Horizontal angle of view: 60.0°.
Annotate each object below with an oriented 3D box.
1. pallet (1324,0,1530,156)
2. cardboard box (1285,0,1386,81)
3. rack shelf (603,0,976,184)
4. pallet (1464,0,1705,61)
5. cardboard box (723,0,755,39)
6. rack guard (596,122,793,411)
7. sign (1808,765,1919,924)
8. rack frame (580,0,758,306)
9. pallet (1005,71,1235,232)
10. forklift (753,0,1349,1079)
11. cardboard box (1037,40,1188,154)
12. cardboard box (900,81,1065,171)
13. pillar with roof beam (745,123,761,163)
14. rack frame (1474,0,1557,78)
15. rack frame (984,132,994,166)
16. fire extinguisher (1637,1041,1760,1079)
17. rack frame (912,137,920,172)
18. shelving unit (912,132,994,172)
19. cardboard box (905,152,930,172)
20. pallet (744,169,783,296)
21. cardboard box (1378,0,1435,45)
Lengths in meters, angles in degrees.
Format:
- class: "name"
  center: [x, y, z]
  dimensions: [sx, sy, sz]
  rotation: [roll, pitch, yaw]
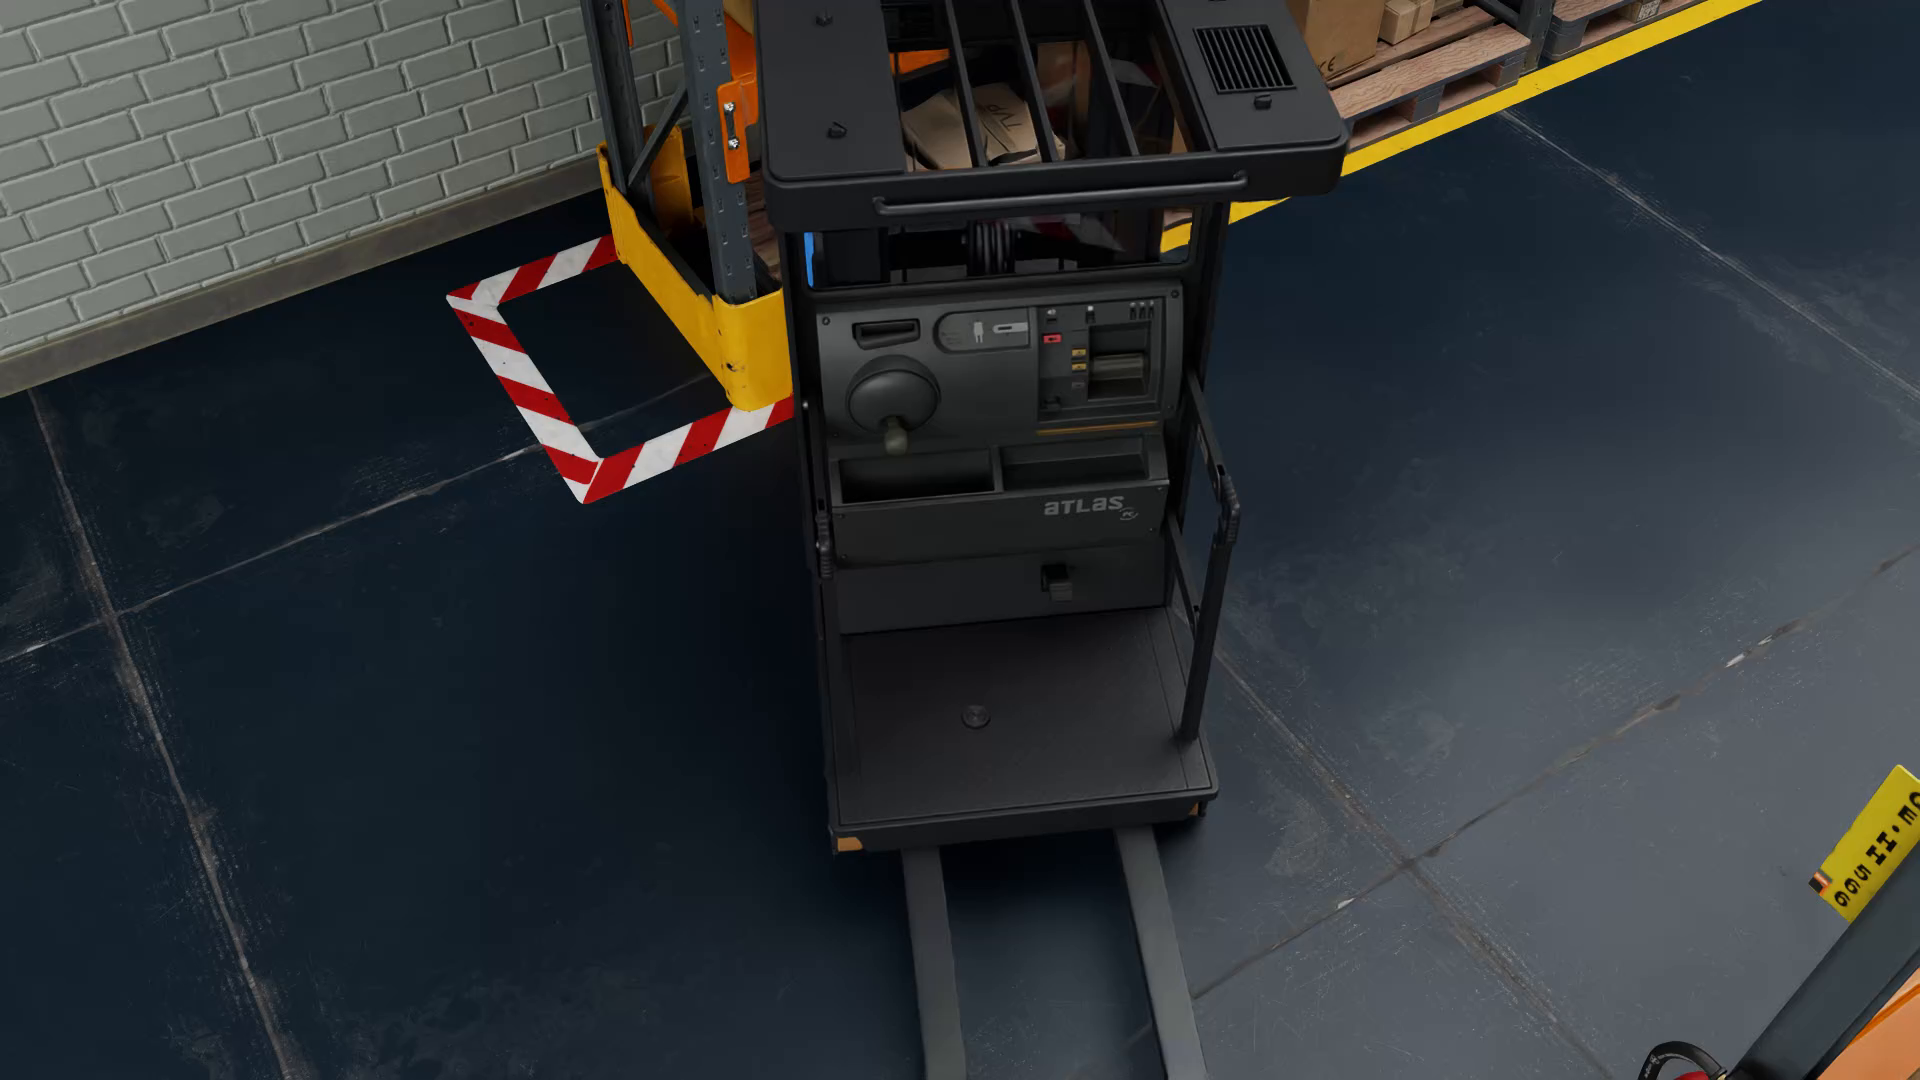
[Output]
- class: "pallet"
  center: [1.796, -2.240, 7.604]
  dimensions: [1.213, 0.211, 1.003]
  rotation: [-25, 53, -21]
- class: "cardboard box"
  center: [1.488, -2.334, 7.199]
  dimensions: [0.500, 0.500, 0.500]
  rotation: [-29, 54, -23]
- class: "rack shelf"
  center: [0.653, -2.422, 6.380]
  dimensions: [4.000, 0.370, 1.077]
  rotation: [-25, 53, -21]
- class: "pallet"
  center: [3.003, -2.842, 8.139]
  dimensions: [1.213, 0.211, 1.003]
  rotation: [-25, 53, -21]
- class: "cardboard box"
  center: [-0.456, -1.815, 5.444]
  dimensions: [0.500, 0.250, 0.500]
  rotation: [-27, 54, -22]
- class: "rack guard"
  center: [-0.974, -1.063, 6.362]
  dimensions: [0.348, 0.500, 1.175]
  rotation: [-25, 53, -21]
- class: "sign"
  center: [1.330, 0.451, 2.406]
  dimensions: [0.005, 0.325, 0.100]
  rotation: [-25, 53, -21]
- class: "rack frame"
  center: [-1.038, -1.864, 5.401]
  dimensions: [0.127, 3.000, 1.000]
  rotation: [-25, 53, -21]
- class: "pallet"
  center: [0.763, -1.751, 7.168]
  dimensions: [1.213, 0.211, 1.003]
  rotation: [-25, 53, -21]
- class: "forklift"
  center: [0.134, -0.337, 4.088]
  dimensions: [1.130, 2.935, 3.031]
  rotation: [-5, 49, -4]
- class: "cardboard box"
  center: [0.724, -1.886, 6.800]
  dimensions: [0.500, 0.500, 0.700]
  rotation: [-28, 54, -23]
- class: "cardboard box"
  center: [0.077, -1.562, 6.638]
  dimensions: [0.500, 0.311, 0.500]
  rotation: [-21, 52, -18]
- class: "pillar with roof beam"
  center: [1.389, -1.965, 1.474]
  dimensions: [0.400, 9.000, 9.100]
  rotation: [-25, 53, -21]
- class: "rack frame"
  center: [2.345, -3.458, 6.821]
  dimensions: [0.127, 3.000, 1.000]
  rotation: [-25, 53, -21]
- class: "rack frame"
  center: [0.097, -0.941, 5.885]
  dimensions: [0.008, 1.050, 0.200]
  rotation: [-5, 48, -4]
- class: "fire extinguisher"
  center: [1.260, 1.043, 2.865]
  dimensions: [0.183, 0.674, 0.296]
  rotation: [-25, 53, -21]
- class: "rack frame"
  center: [-0.146, -0.919, 5.866]
  dimensions: [0.008, 1.050, 0.200]
  rotation: [-5, 48, -4]
- class: "shelving unit"
  center: [-0.024, -0.930, 5.875]
  dimensions: [0.252, 1.050, 0.215]
  rotation: [-5, 48, -4]
- class: "cardboard box"
  center: [-0.405, -1.335, 6.436]
  dimensions: [0.500, 0.311, 0.500]
  rotation: [-31, 55, -25]
- class: "pallet"
  center: [-0.268, -1.268, 6.738]
  dimensions: [1.213, 0.211, 1.003]
  rotation: [-25, 53, -21]
- class: "cardboard box"
  center: [1.908, -2.430, 7.508]
  dimensions: [0.250, 0.166, 0.380]
  rotation: [-32, 56, -25]
